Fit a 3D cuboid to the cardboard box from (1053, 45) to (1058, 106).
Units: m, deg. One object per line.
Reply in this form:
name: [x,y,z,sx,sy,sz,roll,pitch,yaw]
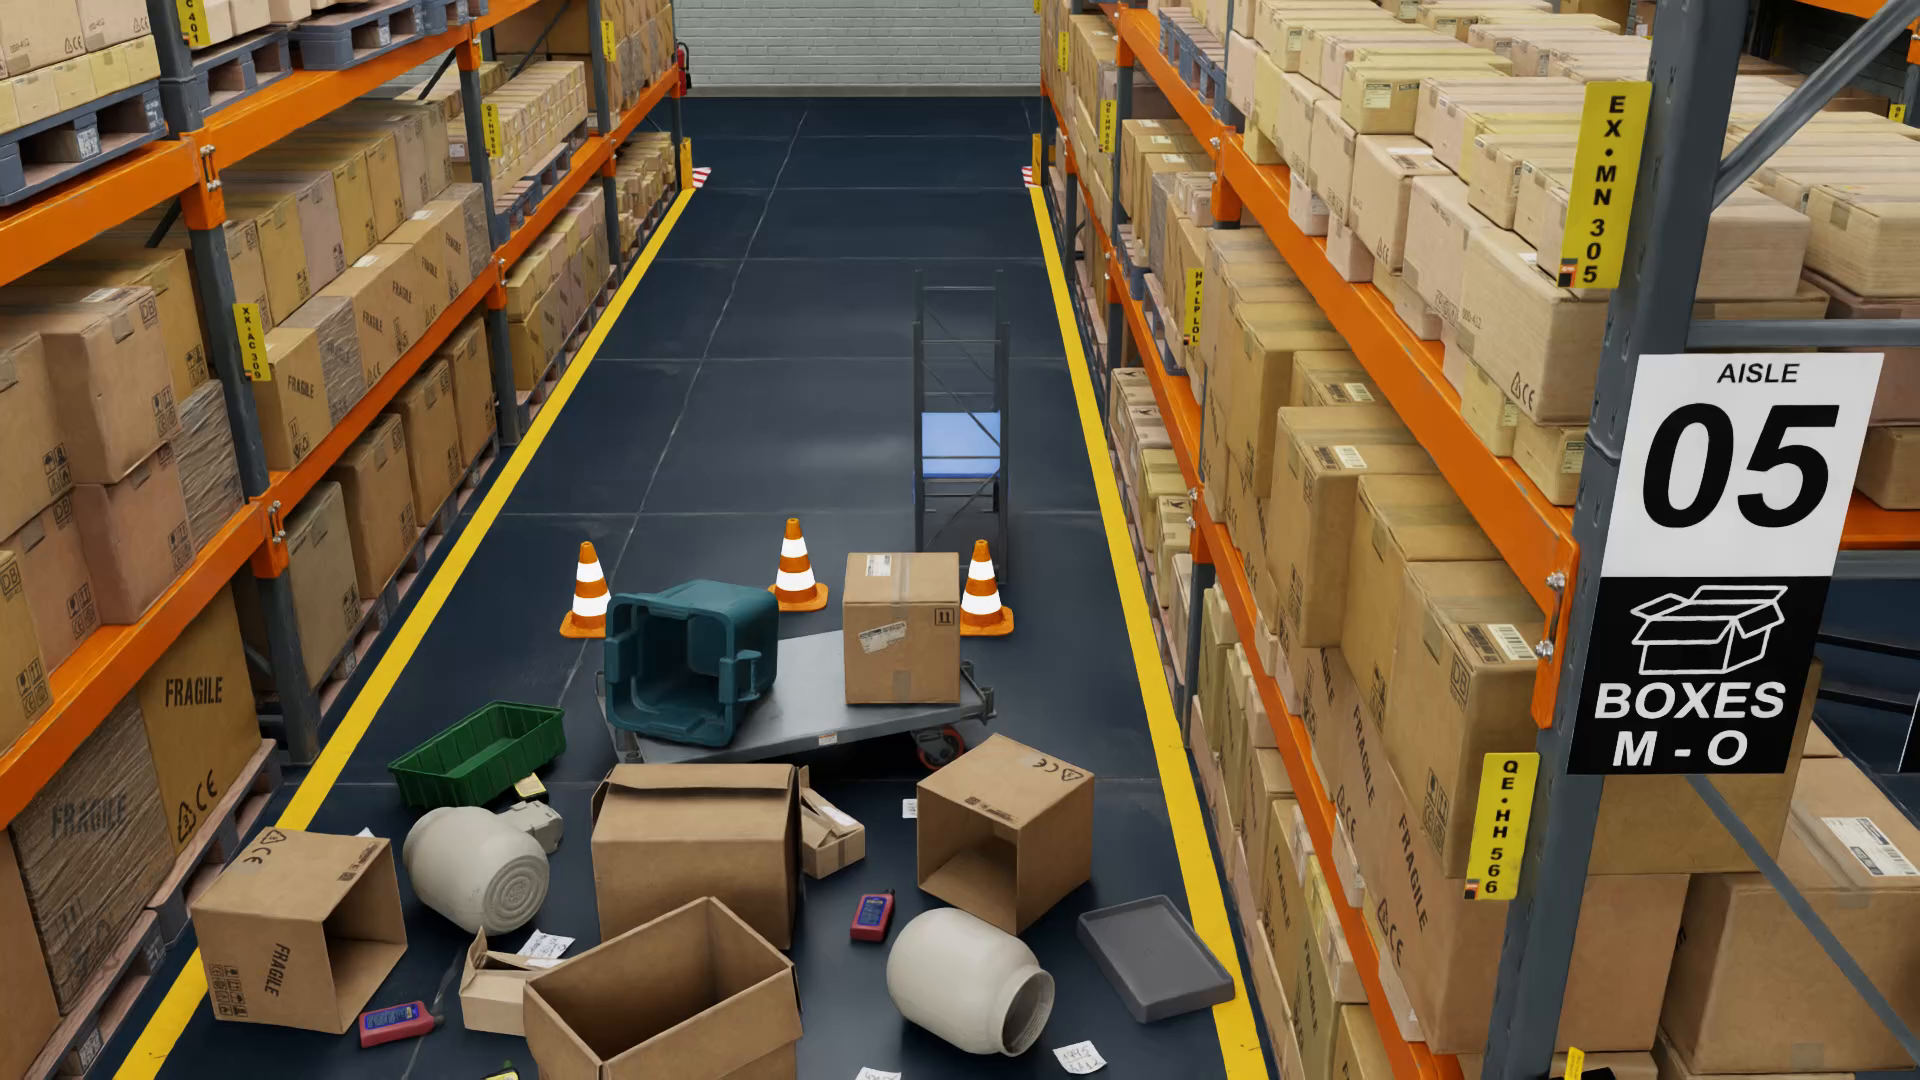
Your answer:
cardboard box: [1.149,-4.381,15.675,0.500,0.500,0.500,-1,24,-1]

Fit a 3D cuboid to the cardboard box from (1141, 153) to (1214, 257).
cardboard box: [1.283,-1.831,9.166,0.500,0.500,0.500,0,24,0]

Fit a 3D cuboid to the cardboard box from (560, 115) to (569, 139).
cardboard box: [-3.299,-3.264,13.121,0.380,0.149,0.250,-1,24,-3]

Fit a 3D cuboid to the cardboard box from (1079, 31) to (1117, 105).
cardboard box: [1.194,-3.629,12.799,0.500,0.500,0.500,-1,24,-2]

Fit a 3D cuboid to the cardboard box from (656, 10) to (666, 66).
cardboard box: [-3.289,-5.096,16.894,0.500,0.500,0.500,-1,24,-1]

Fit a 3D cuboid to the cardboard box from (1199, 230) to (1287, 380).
cardboard box: [1.316,-0.884,6.370,0.700,0.500,0.500,-1,24,-1]

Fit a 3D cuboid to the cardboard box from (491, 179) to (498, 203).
cardboard box: [-3.268,-2.276,10.938,0.380,0.149,0.250,-1,24,-1]

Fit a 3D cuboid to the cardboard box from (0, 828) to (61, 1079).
cardboard box: [-3.462,1.417,5.045,0.875,0.875,0.875,-1,24,-1]

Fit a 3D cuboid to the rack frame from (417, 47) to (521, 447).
rack frame: [-3.464,-2.014,10.564,1.000,3.000,0.127,0,24,-1]

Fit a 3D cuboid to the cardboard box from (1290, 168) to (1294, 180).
cardboard box: [1.309,-1.239,5.515,0.380,0.149,0.250,0,24,1]

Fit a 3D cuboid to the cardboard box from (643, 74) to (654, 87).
cardboard box: [-3.283,-4.644,16.682,0.380,0.149,0.250,-1,24,-3]

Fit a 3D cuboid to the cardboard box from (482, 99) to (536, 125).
cardboard box: [-3.292,-3.095,12.027,0.380,0.149,0.250,0,24,1]

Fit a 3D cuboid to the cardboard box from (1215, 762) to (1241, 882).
cardboard box: [1.281,1.096,6.514,0.500,0.250,0.500,1,24,2]

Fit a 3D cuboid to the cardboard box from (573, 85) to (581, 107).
cardboard box: [-3.302,-3.603,13.511,0.380,0.149,0.250,0,24,0]

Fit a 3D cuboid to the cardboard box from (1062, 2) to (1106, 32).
cardboard box: [1.159,-4.421,14.550,0.500,0.500,0.500,0,24,-1]

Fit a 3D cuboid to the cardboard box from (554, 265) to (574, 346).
cardboard box: [-3.236,-1.778,12.565,0.500,0.500,0.500,-1,24,-2]

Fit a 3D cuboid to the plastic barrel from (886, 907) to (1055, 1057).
plastic barrel: [0.035,1.548,5.814,0.512,0.421,0.421,19,30,35]

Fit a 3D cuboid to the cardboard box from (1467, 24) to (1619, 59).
cardboard box: [1.776,-1.487,5.094,0.380,0.149,0.250,-1,24,-2]

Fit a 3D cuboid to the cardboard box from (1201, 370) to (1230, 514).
cardboard box: [1.254,-0.428,6.575,0.500,0.500,0.500,0,24,-1]

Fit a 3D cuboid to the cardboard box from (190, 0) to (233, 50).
cardboard box: [-3.178,-2.158,6.774,0.258,0.266,0.396,-1,24,-1]

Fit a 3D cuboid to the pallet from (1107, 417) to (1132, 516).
pallet: [1.491,-0.486,10.568,1.003,0.211,1.213,0,24,-1]

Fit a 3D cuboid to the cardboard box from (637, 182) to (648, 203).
cardboard box: [-3.242,-3.374,16.160,0.380,0.149,0.250,0,24,-1]

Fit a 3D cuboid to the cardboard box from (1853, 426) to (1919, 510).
cardboard box: [1.892,-0.172,3.155,0.380,0.149,0.250,0,24,-1]

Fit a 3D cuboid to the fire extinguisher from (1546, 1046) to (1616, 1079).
fire extinguisher: [1.112,1.303,3.323,0.296,0.674,0.183,0,24,-1]

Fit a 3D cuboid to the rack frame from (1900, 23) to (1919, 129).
rack frame: [6.448,-2.102,10.758,1.000,3.000,0.127,0,24,-1]

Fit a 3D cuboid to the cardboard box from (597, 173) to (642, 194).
cardboard box: [-3.247,-3.399,15.854,0.380,0.149,0.250,0,24,1]

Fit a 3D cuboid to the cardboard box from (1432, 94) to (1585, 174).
cardboard box: [1.340,-0.952,3.913,0.380,0.149,0.250,0,24,-1]

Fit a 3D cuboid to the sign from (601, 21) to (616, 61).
sign: [-2.953,-4.194,13.978,0.100,0.325,0.005,0,24,-1]

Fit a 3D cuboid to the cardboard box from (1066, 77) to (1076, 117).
cardboard box: [1.163,-3.703,13.873,0.500,0.250,0.500,-1,24,-2]

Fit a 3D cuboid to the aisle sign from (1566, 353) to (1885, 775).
aisle sign: [1.282,0.061,2.821,0.394,0.787,0.004,0,24,-1]

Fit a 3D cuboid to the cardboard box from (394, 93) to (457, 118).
cardboard box: [-3.942,-3.202,12.263,0.380,0.149,0.250,0,24,1]

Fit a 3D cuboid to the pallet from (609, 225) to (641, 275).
pallet: [-3.551,-2.669,15.394,1.003,0.211,1.213,0,24,-1]

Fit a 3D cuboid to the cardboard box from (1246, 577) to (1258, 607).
cardboard box: [1.266,0.131,6.125,0.380,0.149,0.250,0,24,1]

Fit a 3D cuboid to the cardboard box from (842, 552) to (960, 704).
cardboard box: [-0.252,0.384,7.375,0.500,0.500,0.500,0,24,-1]

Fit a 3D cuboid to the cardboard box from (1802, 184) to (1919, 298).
cardboard box: [1.771,-0.545,3.011,0.380,0.149,0.250,0,24,-1]

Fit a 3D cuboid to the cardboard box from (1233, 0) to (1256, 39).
cardboard box: [1.205,-1.914,6.040,0.380,0.149,0.250,-1,24,-1]

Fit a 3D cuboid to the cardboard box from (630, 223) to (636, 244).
cardboard box: [-3.194,-2.816,15.286,0.380,0.149,0.250,0,24,1]

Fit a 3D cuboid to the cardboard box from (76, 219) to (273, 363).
cardboard box: [-3.432,-1.072,7.145,0.700,0.500,0.500,-1,24,-1]

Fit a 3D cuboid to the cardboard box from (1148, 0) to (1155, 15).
cardboard box: [1.318,-3.200,9.850,0.380,0.149,0.250,0,24,-1]

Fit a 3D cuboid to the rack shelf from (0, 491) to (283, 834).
rack shelf: [-3.399,0.786,5.245,1.077,0.370,4.000,0,24,-1]

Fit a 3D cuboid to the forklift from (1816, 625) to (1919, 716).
forklift: [3.610,-0.666,7.666,3.031,2.935,1.130,11,26,22]

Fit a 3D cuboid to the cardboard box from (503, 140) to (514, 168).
cardboard box: [-3.280,-2.648,11.400,0.380,0.149,0.250,-1,24,-2]

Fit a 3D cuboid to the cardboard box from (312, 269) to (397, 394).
cardboard box: [-3.167,-1.044,8.296,0.500,0.500,0.500,0,24,-1]

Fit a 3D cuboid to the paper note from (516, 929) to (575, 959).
paper note: [-1.576,1.542,6.314,0.172,0.023,0.155,8,26,18]

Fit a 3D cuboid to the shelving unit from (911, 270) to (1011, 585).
shelving unit: [0.001,-0.648,9.363,0.538,1.500,1.048,0,24,-1]

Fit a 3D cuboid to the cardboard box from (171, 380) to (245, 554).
cardboard box: [-3.405,-0.282,6.552,0.875,0.550,0.550,0,24,-1]

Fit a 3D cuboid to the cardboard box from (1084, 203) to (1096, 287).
cardboard box: [1.527,-2.695,14.136,0.875,0.875,0.875,0,24,1]

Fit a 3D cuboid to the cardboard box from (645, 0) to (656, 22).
cardboard box: [-3.278,-5.337,16.215,0.500,0.500,0.500,1,24,2]

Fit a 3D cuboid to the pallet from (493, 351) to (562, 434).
pallet: [-3.472,-1.066,11.850,1.003,0.211,1.213,0,24,-1]

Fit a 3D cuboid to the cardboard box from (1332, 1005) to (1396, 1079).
cardboard box: [1.302,1.609,4.469,0.500,0.500,0.500,0,24,0]

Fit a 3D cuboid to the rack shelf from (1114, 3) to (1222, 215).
rack shelf: [1.506,-2.293,8.413,1.077,0.370,4.000,0,24,-1]
